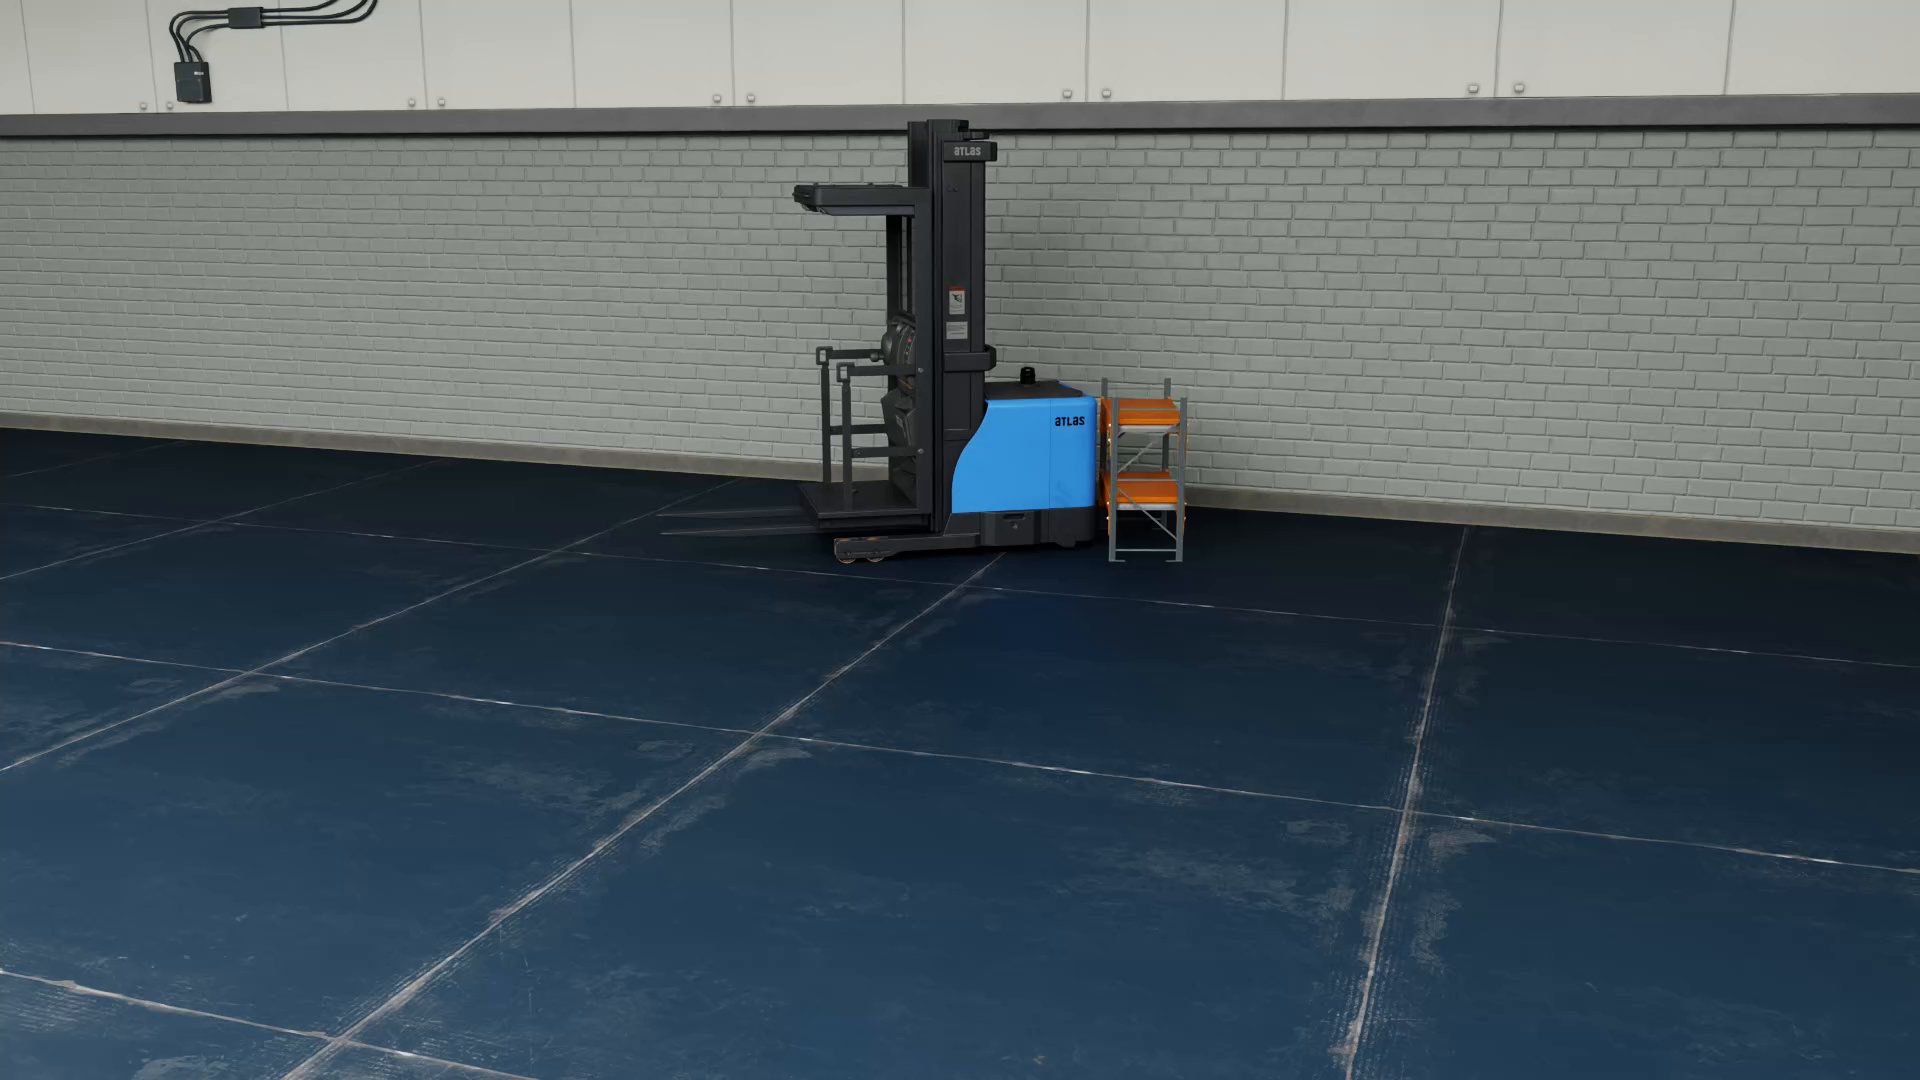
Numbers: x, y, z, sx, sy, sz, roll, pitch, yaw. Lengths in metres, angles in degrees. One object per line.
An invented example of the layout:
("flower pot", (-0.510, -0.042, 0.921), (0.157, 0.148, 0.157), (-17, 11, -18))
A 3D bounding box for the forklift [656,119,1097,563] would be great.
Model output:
("forklift", (-0.608, -1.399, 11.529), (3.031, 2.935, 1.130), (-3, 13, -12))

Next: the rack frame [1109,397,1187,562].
("rack frame", (1.267, -0.404, 11.230), (0.500, 1.125, 0.032), (0, 13, 1))

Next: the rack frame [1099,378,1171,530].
("rack frame", (1.281, -0.630, 12.222), (0.500, 1.125, 0.032), (0, 13, 1))

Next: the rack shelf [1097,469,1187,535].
("rack shelf", (1.274, -0.279, 11.780), (0.538, 0.278, 1.000), (0, 13, 1))

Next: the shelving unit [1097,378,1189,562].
("shelving unit", (1.274, -0.517, 11.726), (0.538, 1.125, 1.048), (0, 13, 1))

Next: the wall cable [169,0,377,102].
("wall cable", (-6.144, -6.910, 14.396), (2.305, 6.003, 0.169), (4, 14, 18))

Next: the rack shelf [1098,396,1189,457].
("rack shelf", (1.274, -0.803, 11.661), (0.538, 0.278, 1.000), (0, 13, 1))
